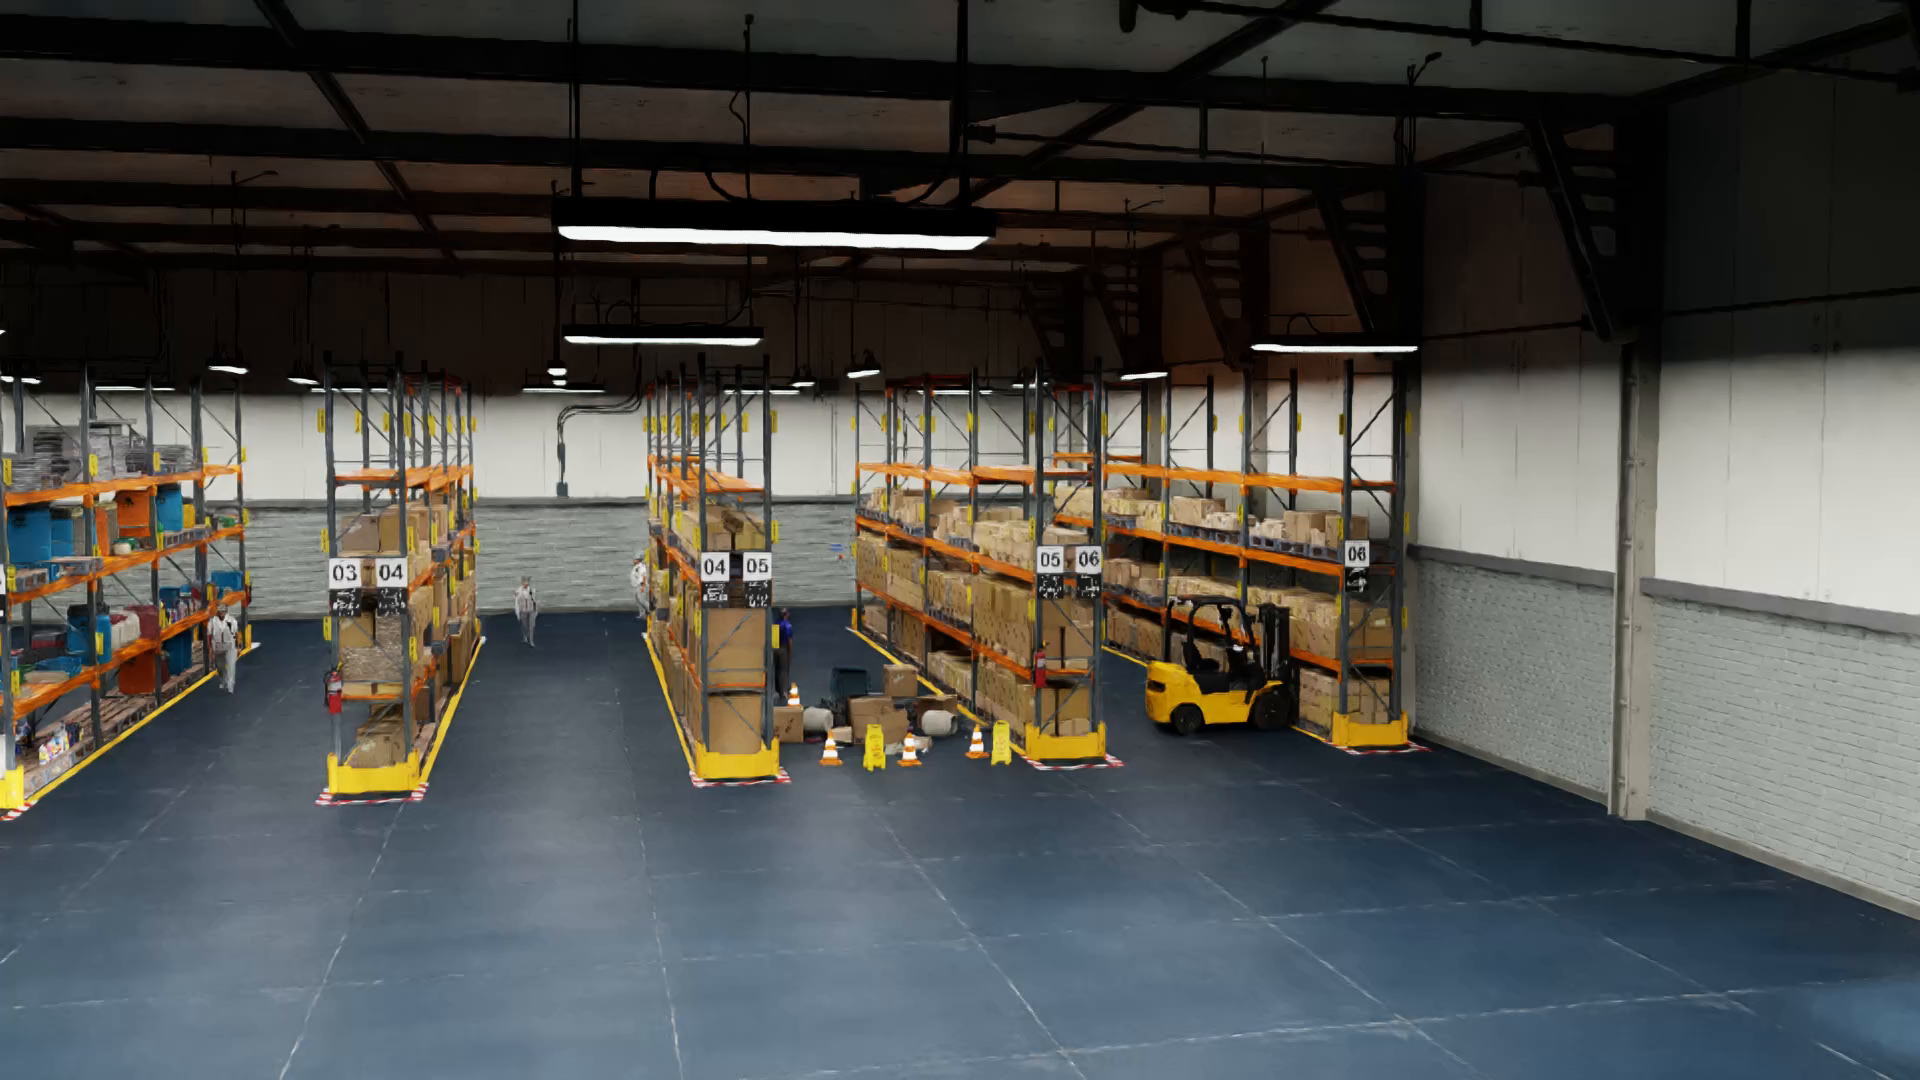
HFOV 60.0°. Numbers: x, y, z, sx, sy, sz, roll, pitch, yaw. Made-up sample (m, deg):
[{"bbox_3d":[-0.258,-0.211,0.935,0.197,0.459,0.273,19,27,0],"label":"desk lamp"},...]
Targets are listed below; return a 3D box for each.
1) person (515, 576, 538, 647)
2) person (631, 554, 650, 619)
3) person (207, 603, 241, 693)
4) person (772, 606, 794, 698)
[{"bbox_3d":[-9.765,1.588,37.420,0.495,1.585,1.076,-1,4,-11],"label":"person"},{"bbox_3d":[-8.164,1.198,42.690,0.479,1.655,0.651,-4,5,-43],"label":"person"},{"bbox_3d":[-13.700,1.991,30.915,0.547,1.670,1.116,-1,4,-15],"label":"person"},{"bbox_3d":[-3.208,2.047,30.447,0.437,1.656,0.553,-4,5,-43],"label":"person"}]
